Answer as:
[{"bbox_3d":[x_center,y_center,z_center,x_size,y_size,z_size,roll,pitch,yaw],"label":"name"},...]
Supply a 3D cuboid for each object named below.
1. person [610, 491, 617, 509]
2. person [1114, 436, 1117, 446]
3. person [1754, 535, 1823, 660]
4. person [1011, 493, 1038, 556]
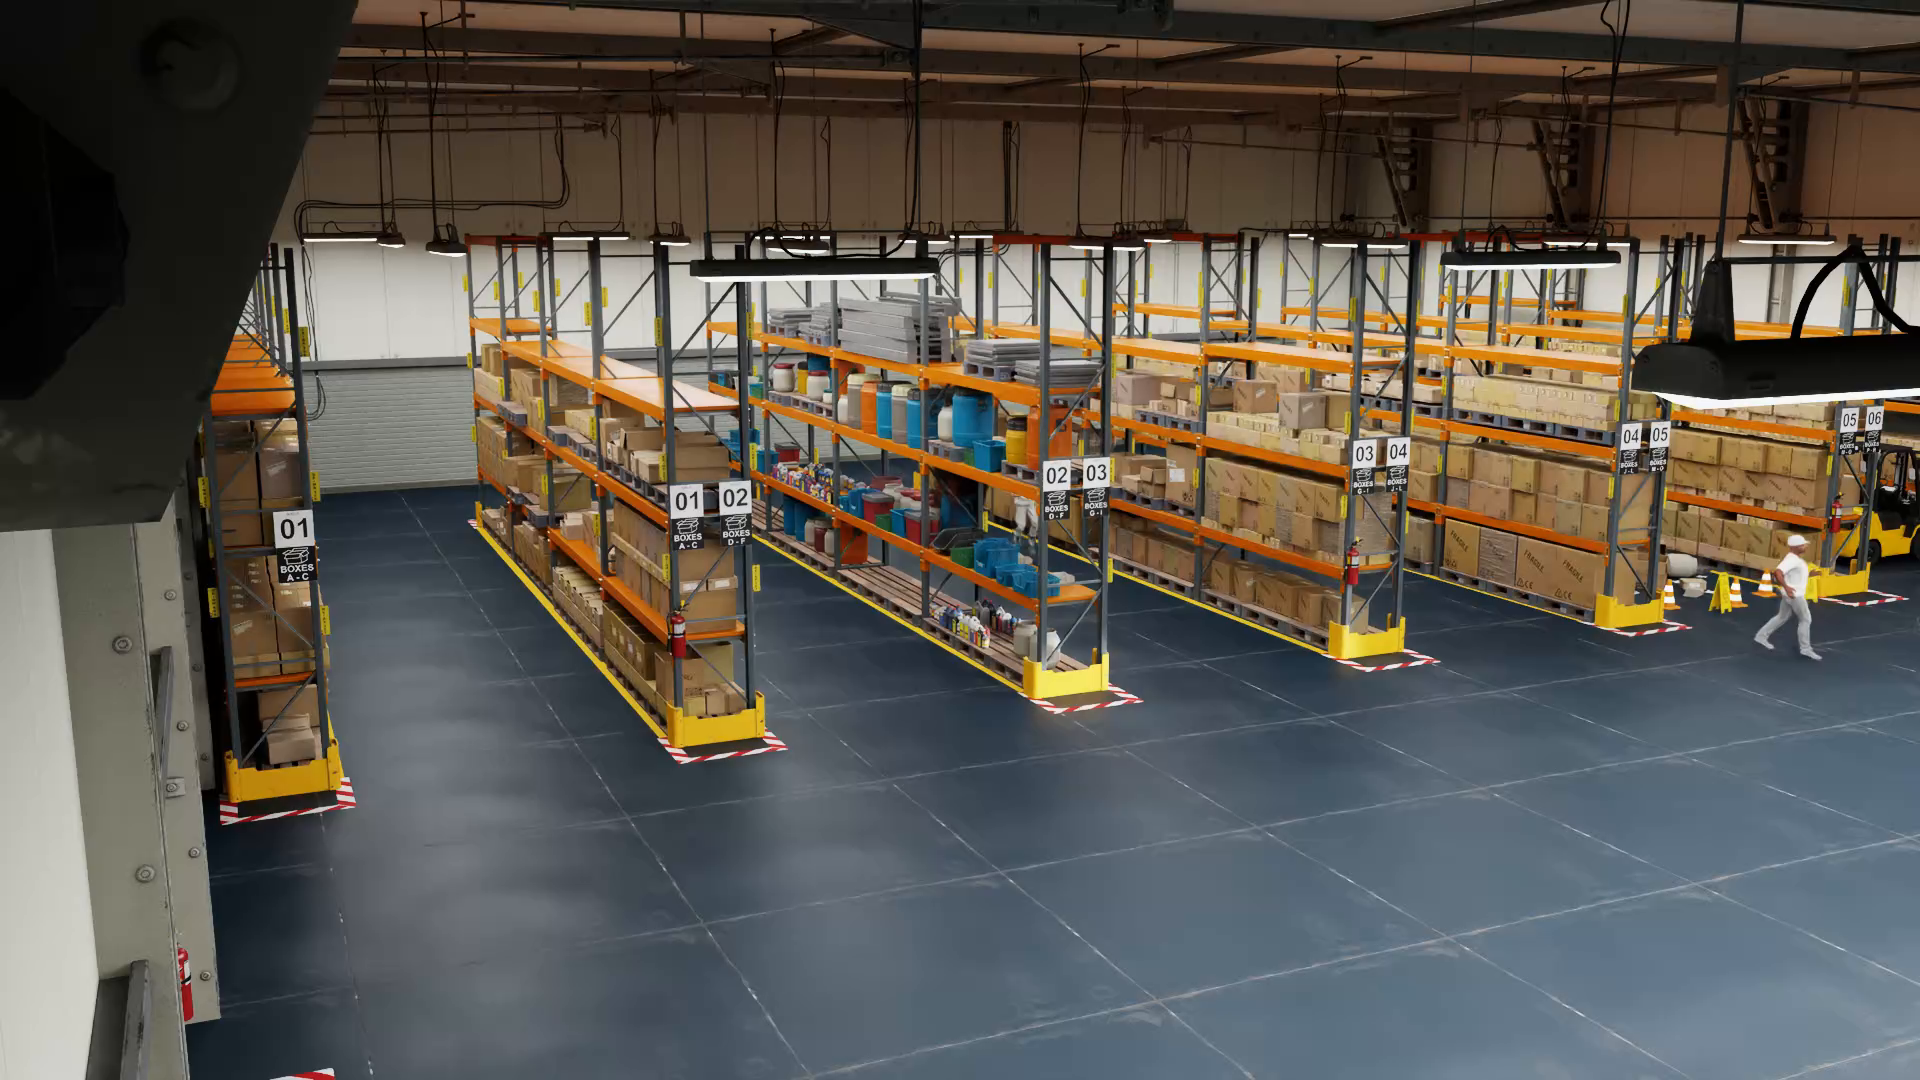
[{"bbox_3d":[-7.282,-1.115,34.358,0.695,1.798,0.713,-8,14,-36],"label":"person"},{"bbox_3d":[3.814,-2.474,41.836,0.572,1.569,0.577,-9,14,-40],"label":"person"},{"bbox_3d":[12.117,0.812,24.197,0.903,1.797,0.687,4,12,20],"label":"person"},{"bbox_3d":[1.224,-0.621,30.783,0.640,1.806,0.747,-4,12,-19],"label":"person"}]
